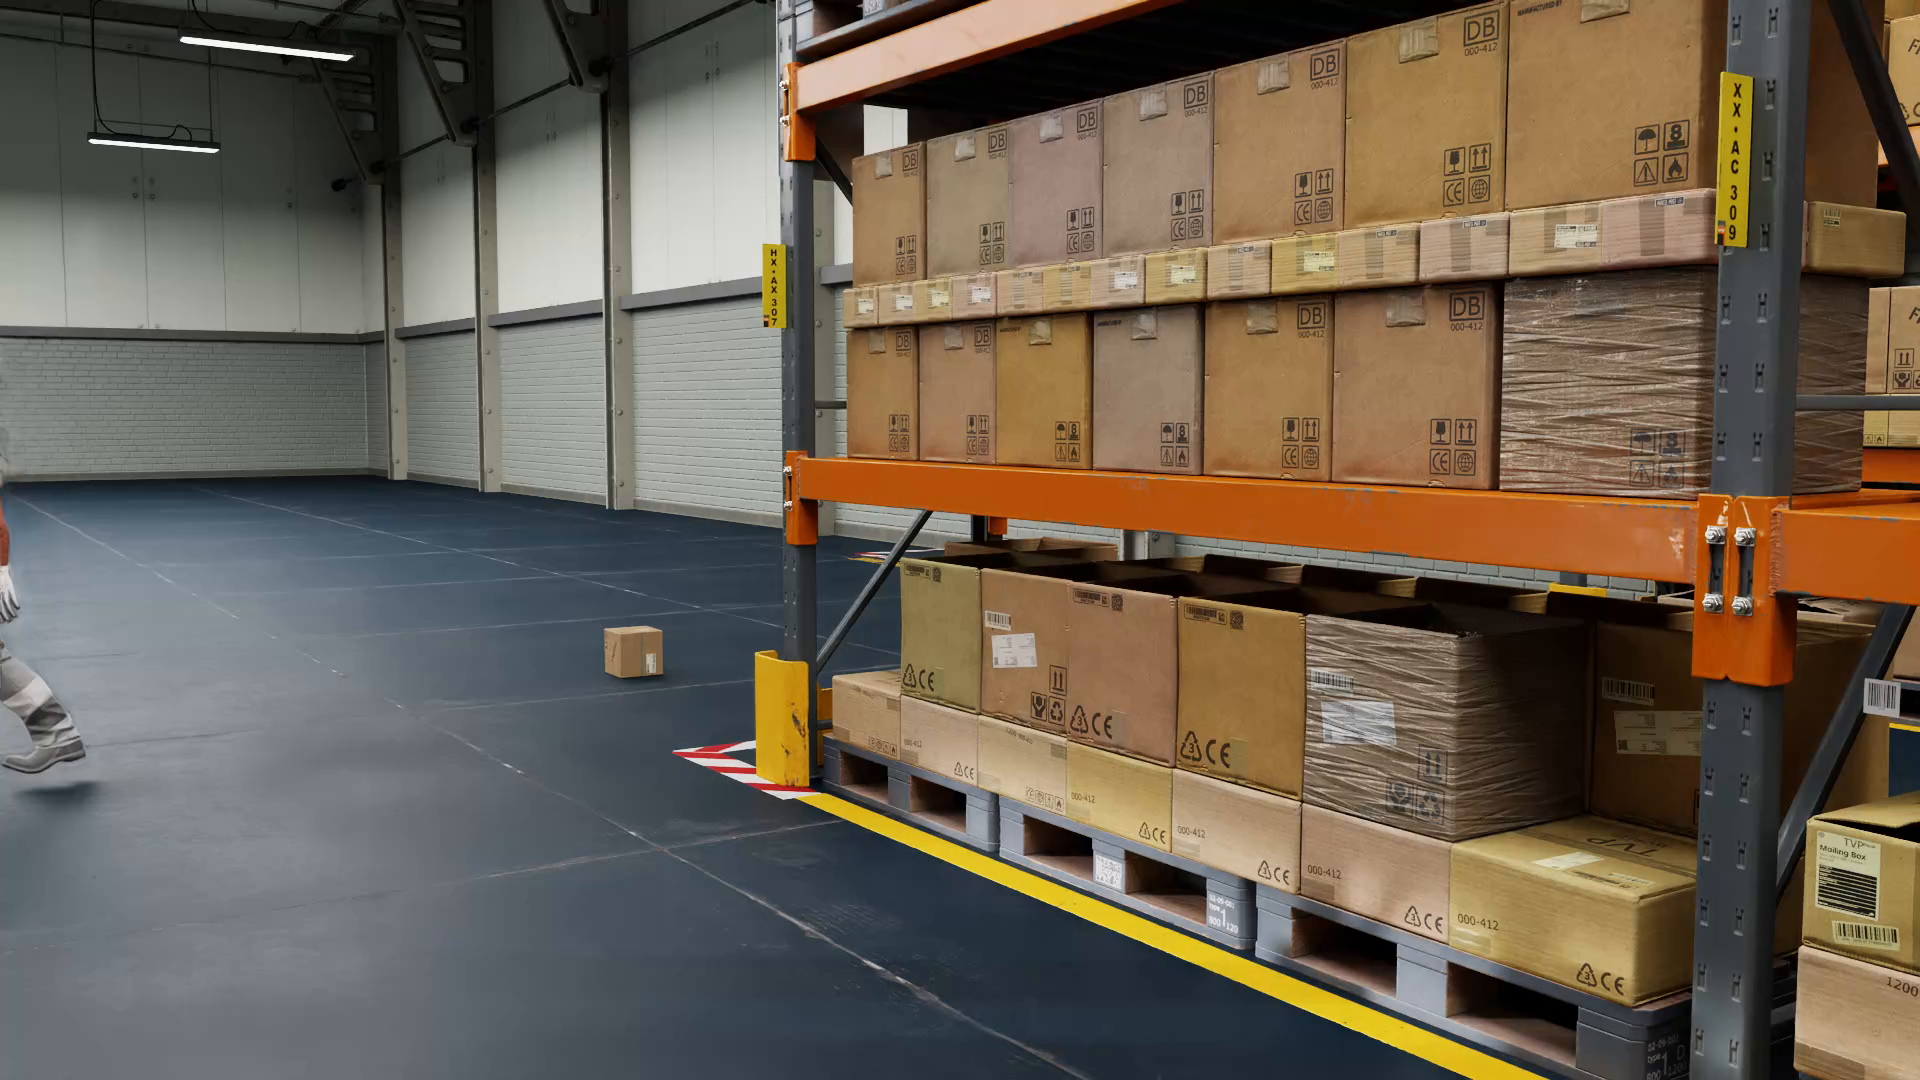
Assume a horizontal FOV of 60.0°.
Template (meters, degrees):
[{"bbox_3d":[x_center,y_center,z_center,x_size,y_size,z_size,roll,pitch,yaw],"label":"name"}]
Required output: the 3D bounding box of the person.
[{"bbox_3d":[-3.904,0.109,6.264,1.070,1.738,0.533,-4,6,-40],"label":"person"}]
